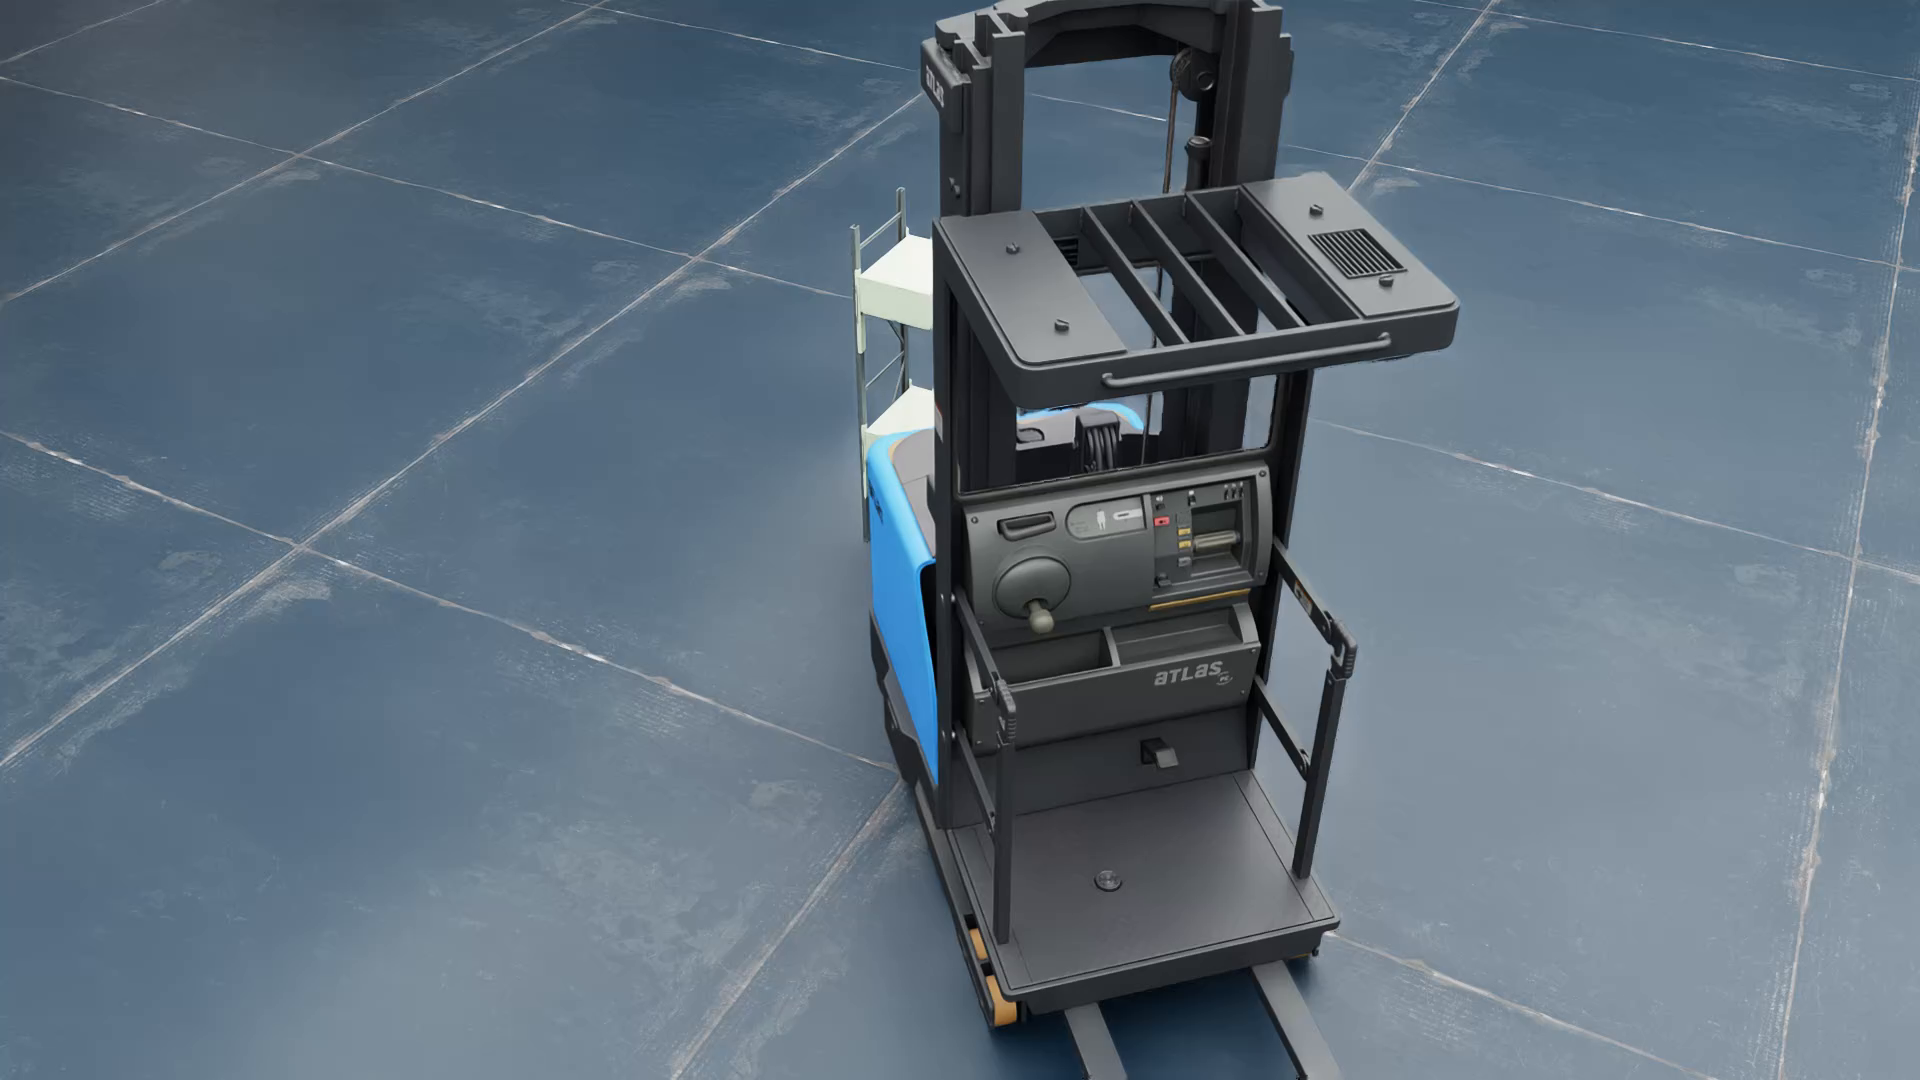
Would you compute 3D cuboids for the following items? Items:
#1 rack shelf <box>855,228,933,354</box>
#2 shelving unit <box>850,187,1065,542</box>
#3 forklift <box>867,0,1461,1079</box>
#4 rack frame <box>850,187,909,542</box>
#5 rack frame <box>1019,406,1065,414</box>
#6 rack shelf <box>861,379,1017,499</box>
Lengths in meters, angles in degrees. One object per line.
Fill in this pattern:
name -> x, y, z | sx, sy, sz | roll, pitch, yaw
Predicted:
rack shelf -> 0.006, -0.906, 6.558 | 0.720, 0.370, 0.431 | 17, 41, 21
shelving unit -> 0.006, -0.596, 6.794 | 0.755, 1.500, 0.431 | 17, 41, 21
forklift -> 0.531, 0.096, 4.700 | 1.130, 2.935, 3.031 | -9, 38, -12
rack frame -> -0.319, -0.697, 6.928 | 0.023, 1.500, 0.400 | 17, 41, 21
rack frame -> 0.331, -0.494, 6.660 | 0.023, 1.500, 0.400 | 17, 41, 21
rack shelf -> 0.006, -0.336, 6.991 | 0.720, 0.370, 0.431 | 17, 41, 21
